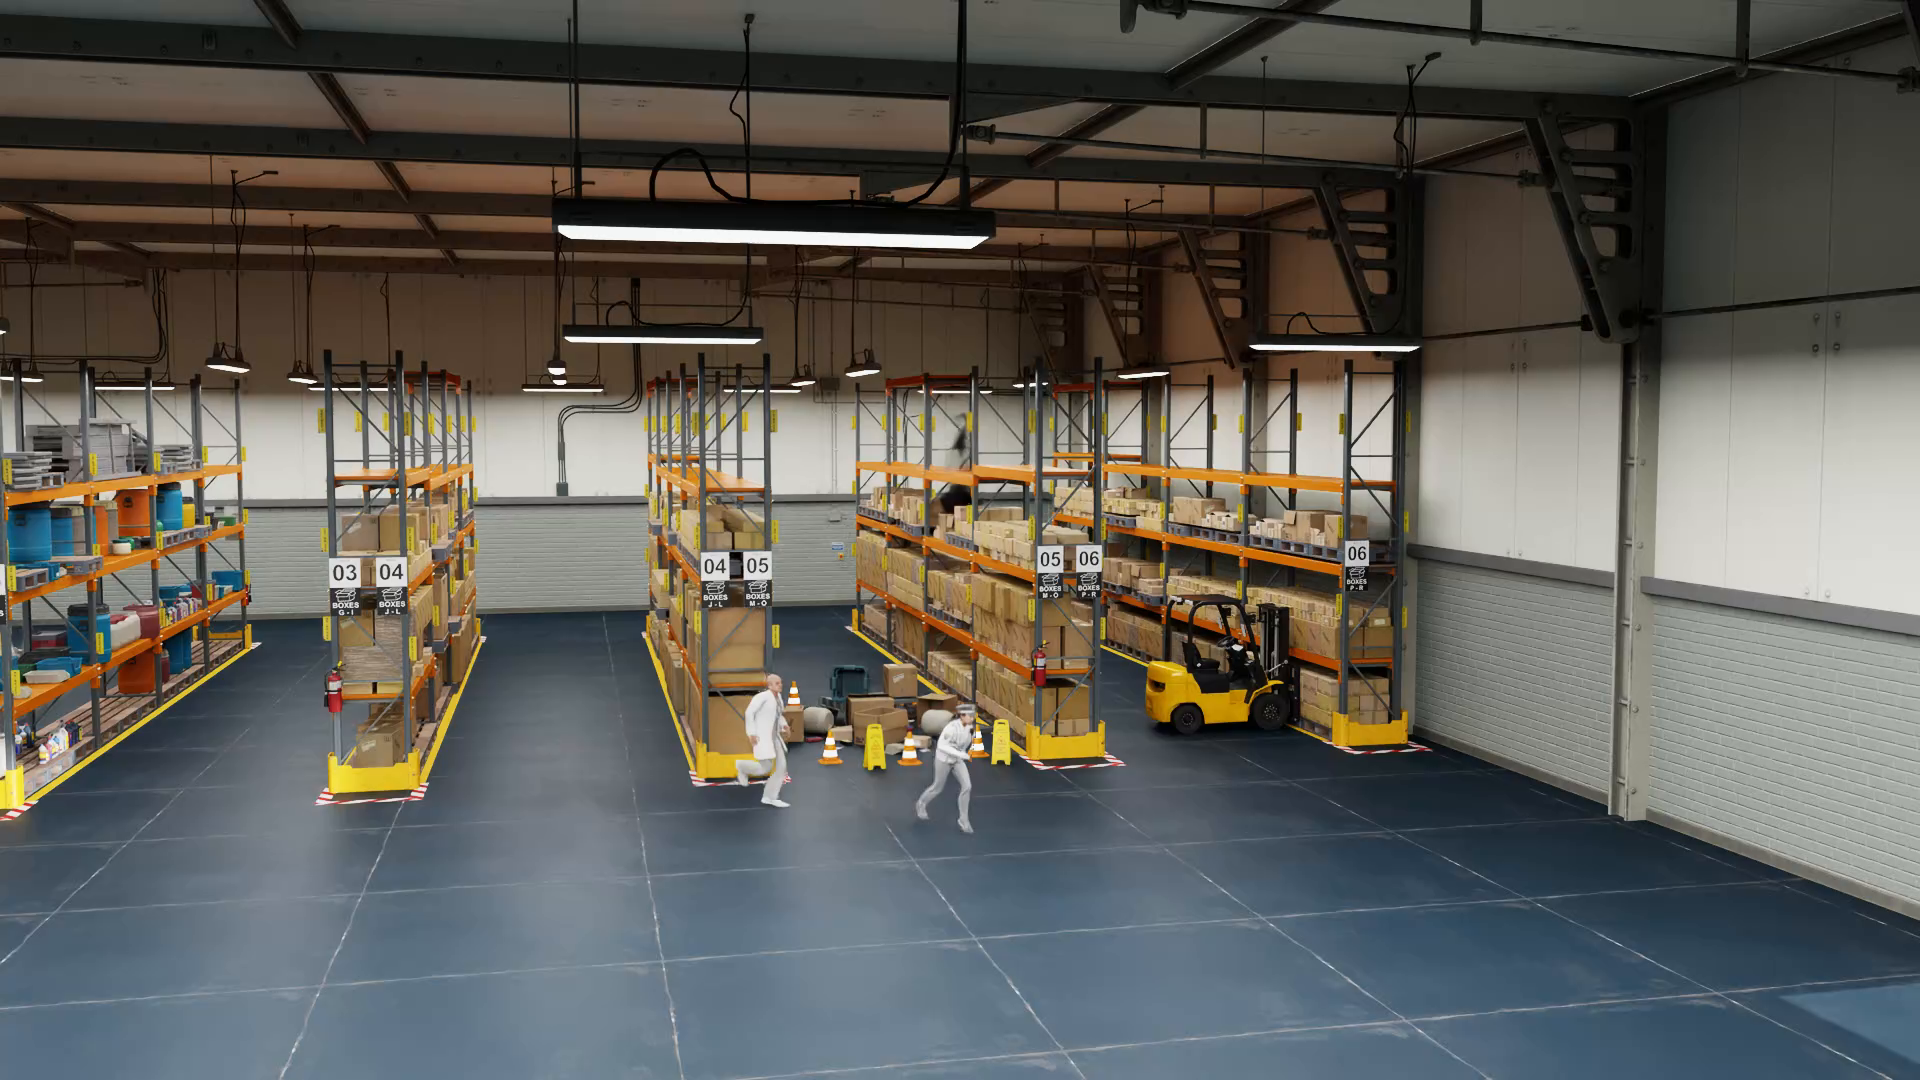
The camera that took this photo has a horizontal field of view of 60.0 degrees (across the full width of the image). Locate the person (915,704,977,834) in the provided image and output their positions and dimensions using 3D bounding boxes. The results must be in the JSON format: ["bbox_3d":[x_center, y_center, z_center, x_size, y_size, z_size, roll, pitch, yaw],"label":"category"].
[{"bbox_3d":[-0.173,2.798,20.657,0.964,1.627,0.657,3,5,40],"label":"person"}]

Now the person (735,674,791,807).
[{"bbox_3d":[-2.606,2.634,21.958,0.795,1.750,0.736,2,5,29],"label":"person"}]

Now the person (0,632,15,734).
[{"bbox_3d":[-15.488,2.280,26.698,0.557,1.716,0.901,-1,4,-21],"label":"person"}]
